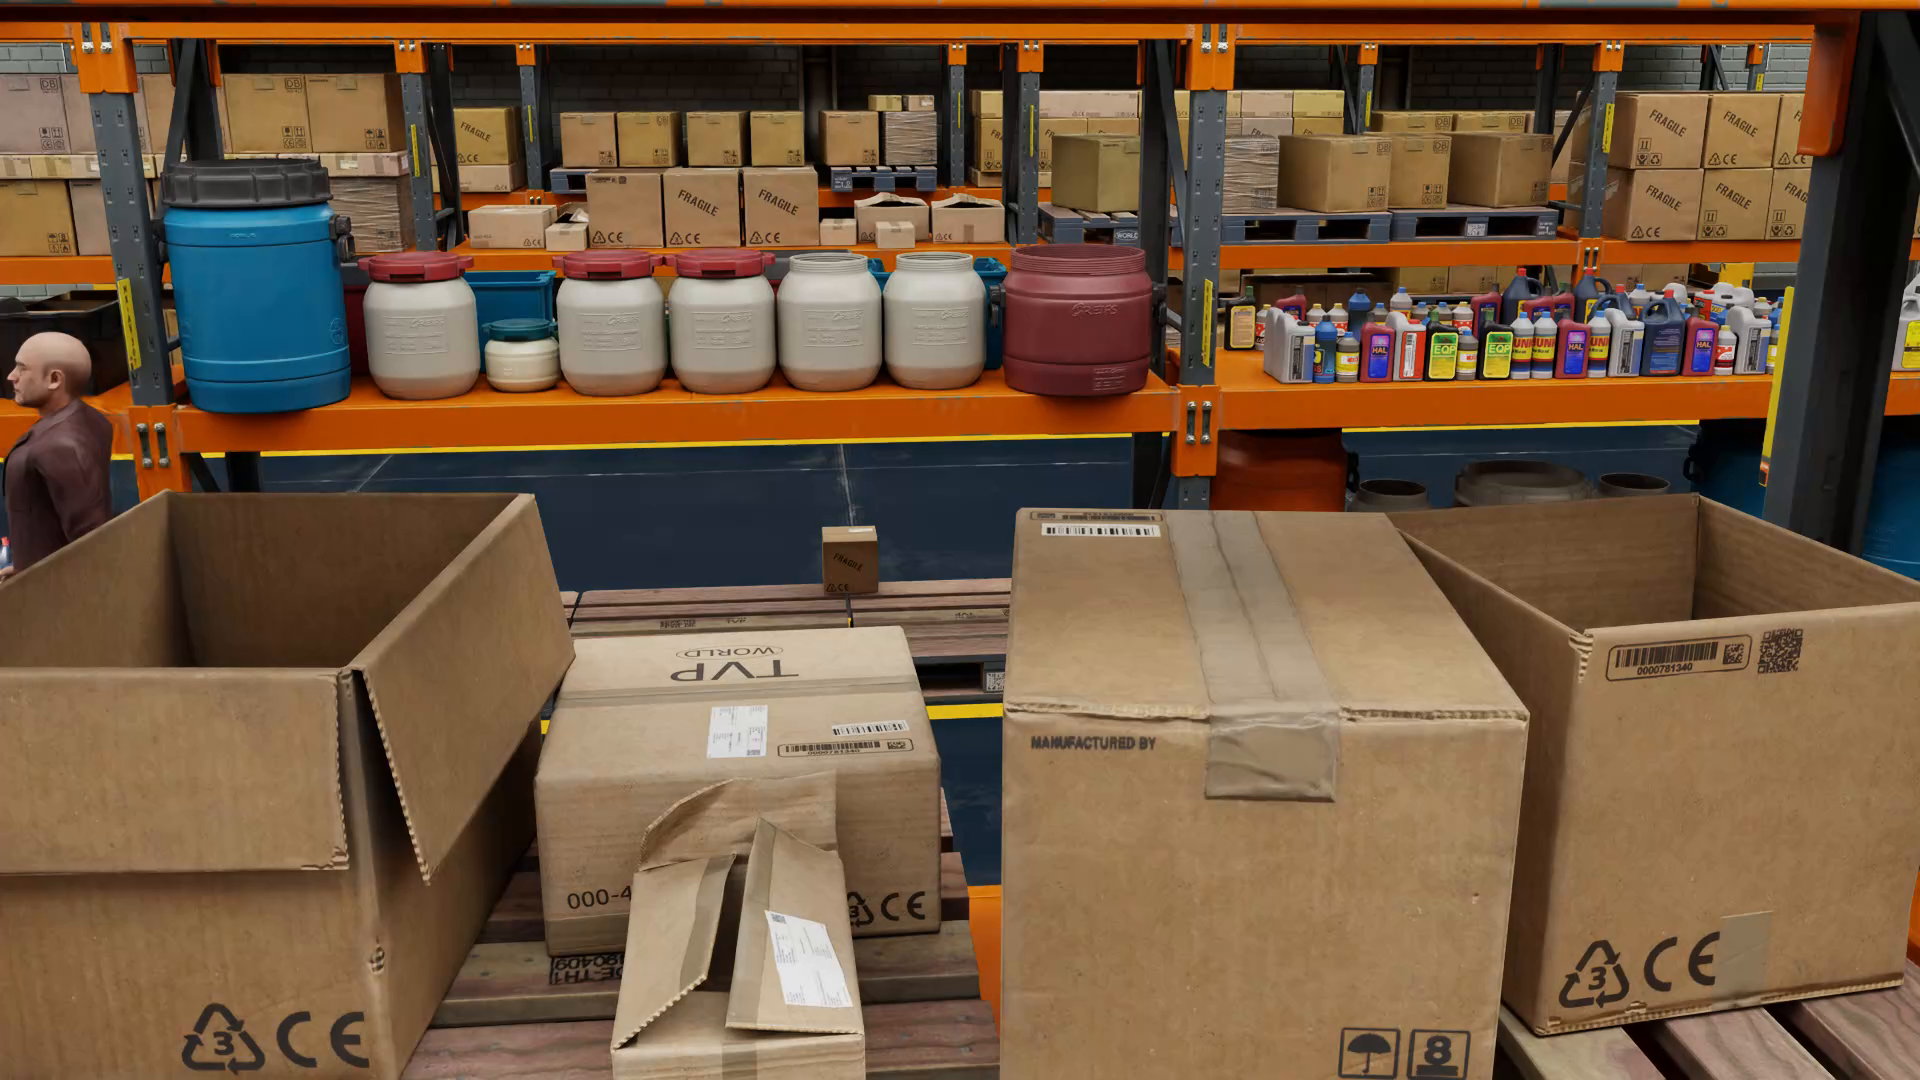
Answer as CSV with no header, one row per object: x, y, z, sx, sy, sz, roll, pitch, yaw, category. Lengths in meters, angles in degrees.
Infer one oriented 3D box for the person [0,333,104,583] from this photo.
-2.979,0.182,5.431,1.125,1.722,0.573,-4,17,-12,person
